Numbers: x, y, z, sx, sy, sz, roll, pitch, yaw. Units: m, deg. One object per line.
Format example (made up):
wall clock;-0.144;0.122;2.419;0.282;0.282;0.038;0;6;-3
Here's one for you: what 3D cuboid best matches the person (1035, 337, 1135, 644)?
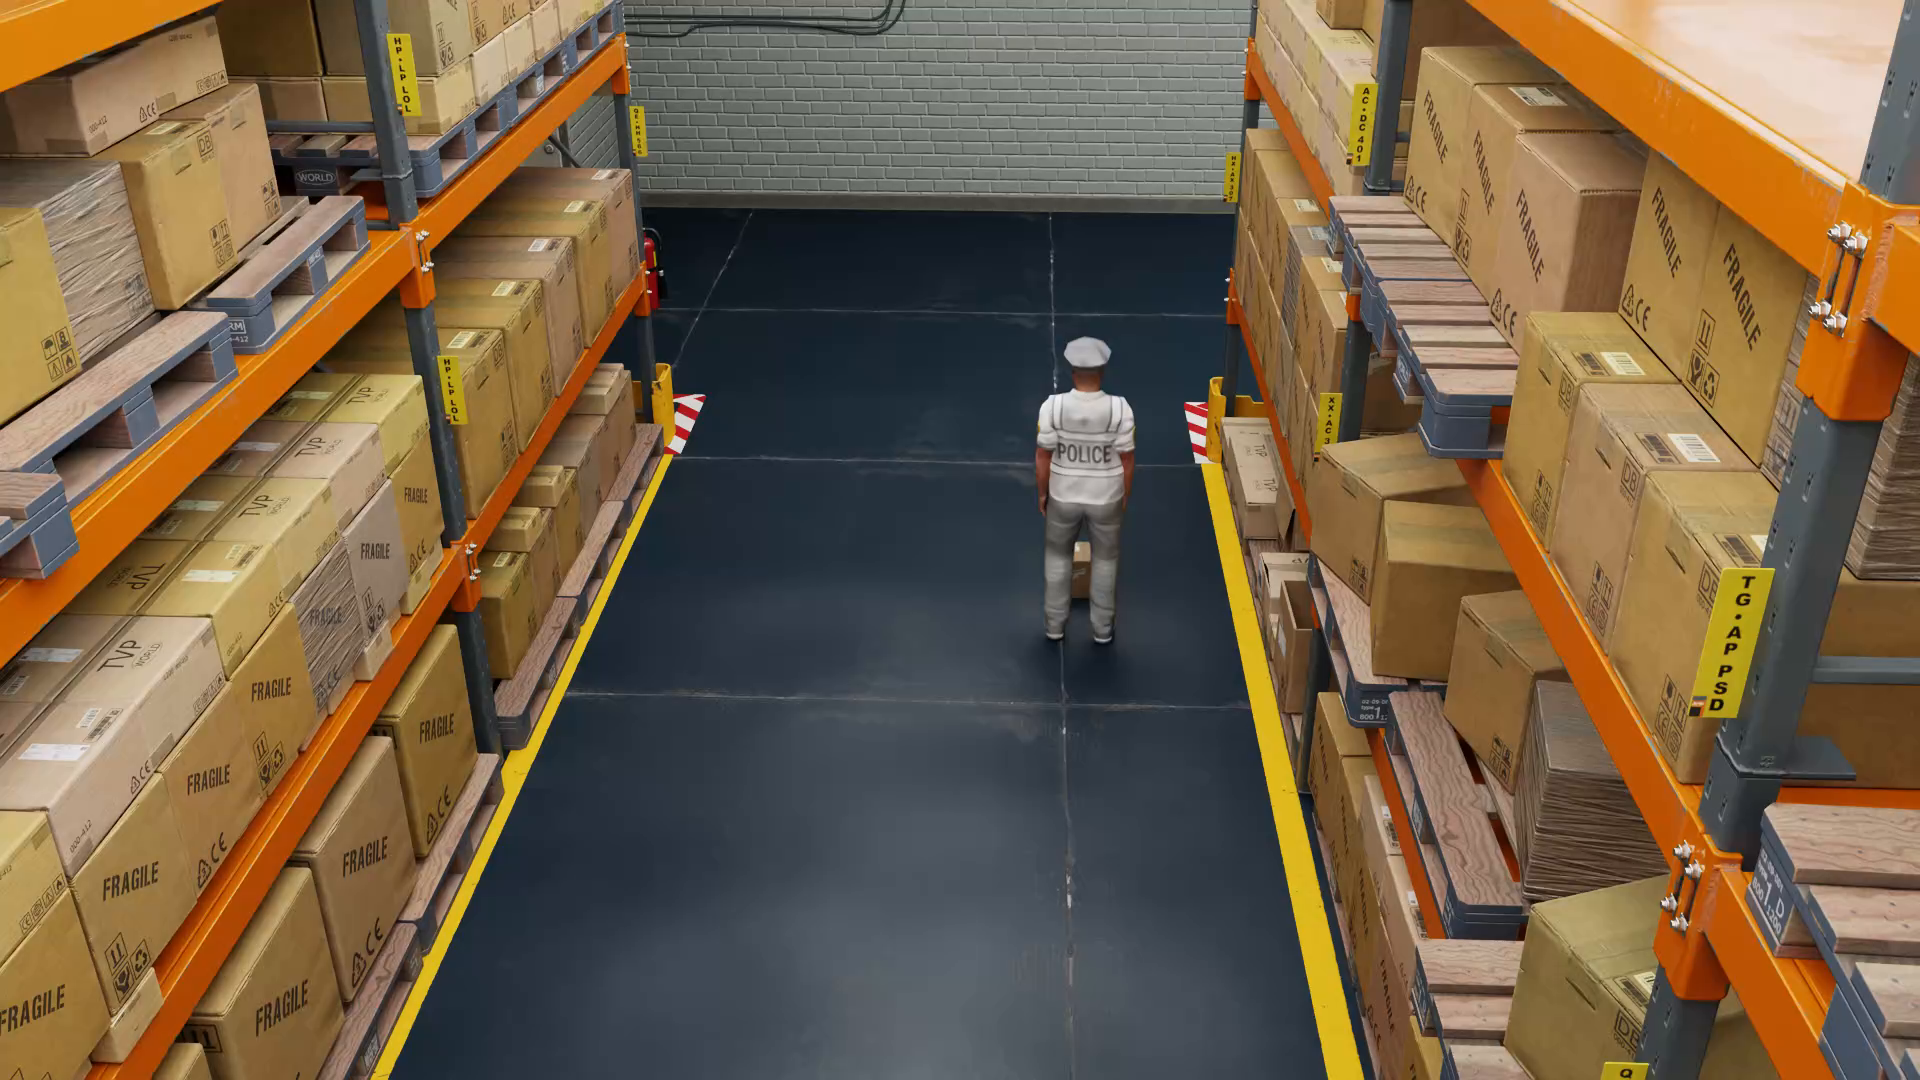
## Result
person;0.676;-0.252;9.102;0.529;1.778;0.394;3;28;5
